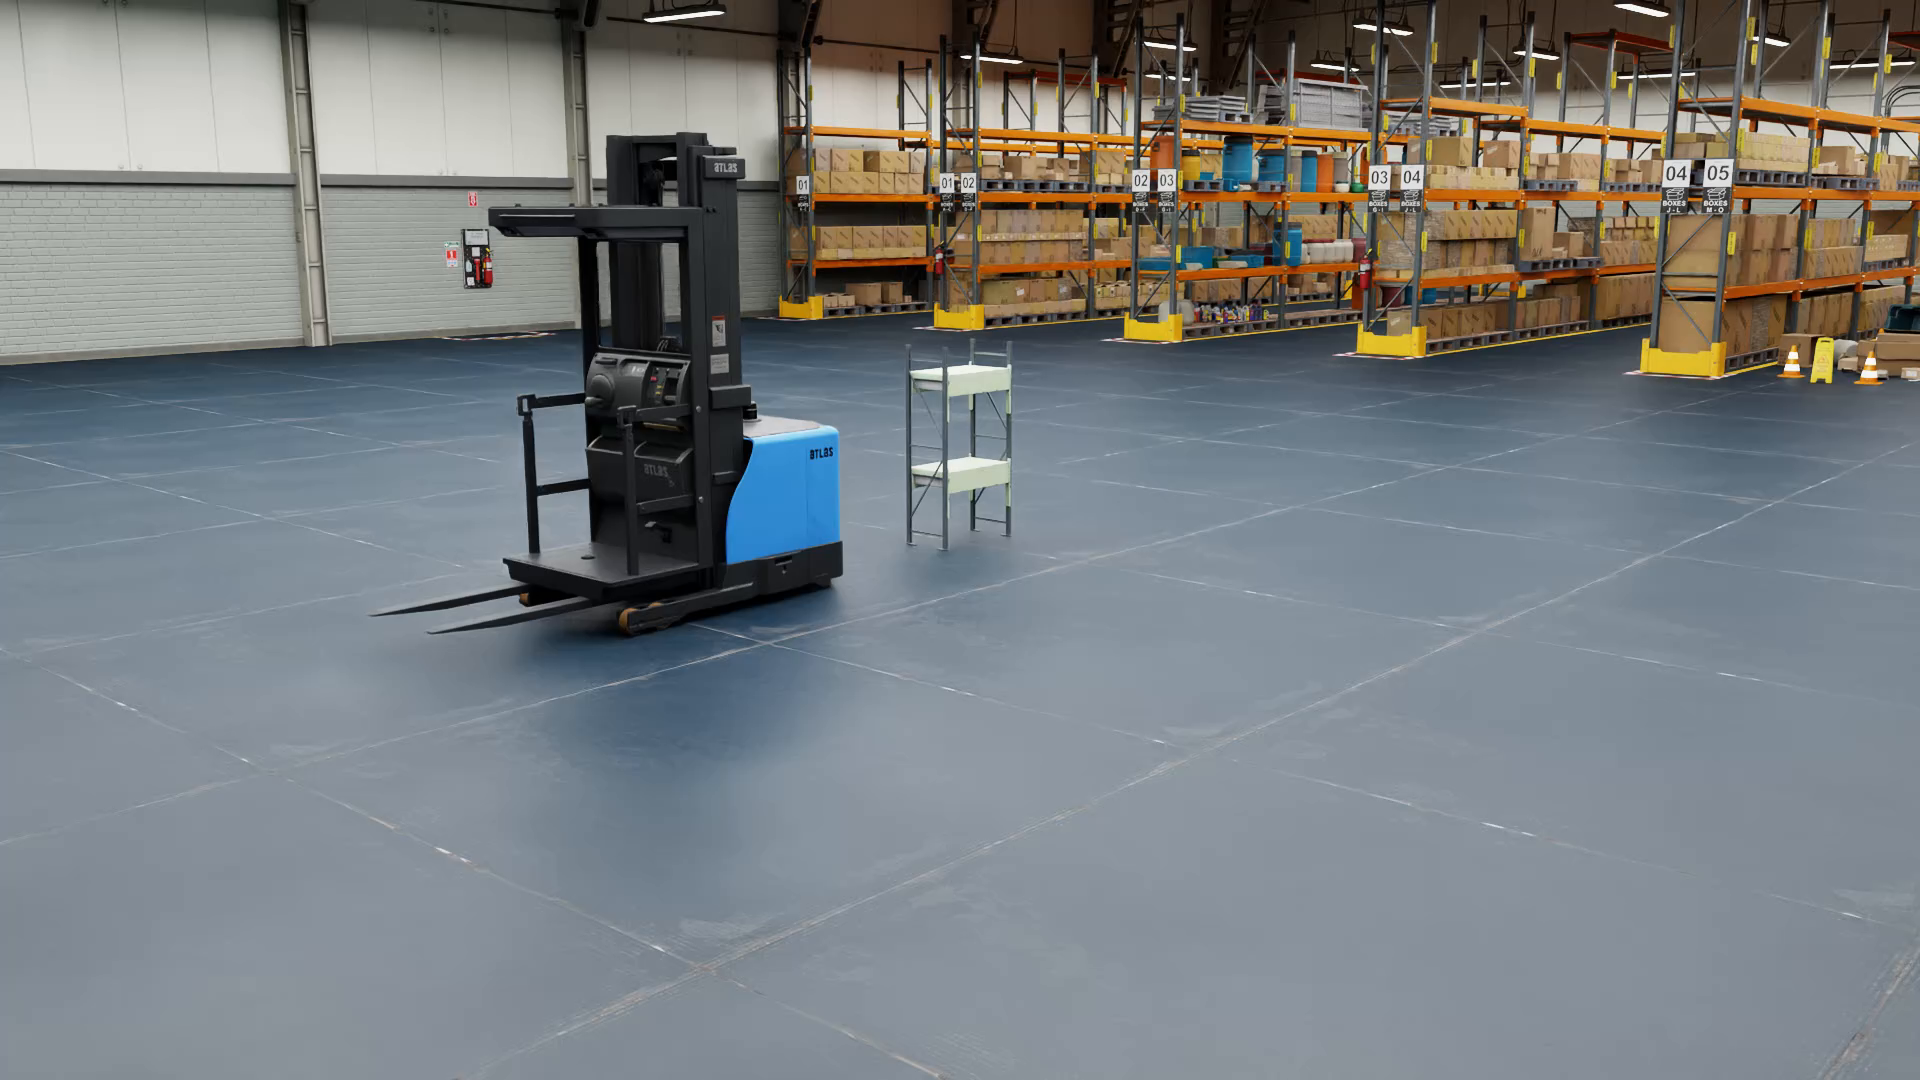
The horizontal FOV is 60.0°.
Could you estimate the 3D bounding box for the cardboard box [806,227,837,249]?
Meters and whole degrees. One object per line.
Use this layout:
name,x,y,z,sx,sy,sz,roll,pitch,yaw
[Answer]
cardboard box,-3.192,-6.946,38.248,0.500,0.500,0.500,10,15,40

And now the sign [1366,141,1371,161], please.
sign,7.026,-6.670,28.526,0.100,0.325,0.005,10,15,40

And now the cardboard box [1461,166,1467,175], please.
cardboard box,8.669,-6.480,29.204,0.380,0.149,0.250,9,14,38

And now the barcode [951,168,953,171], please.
barcode,-0.172,-7.833,35.132,0.001,0.075,0.075,10,15,40

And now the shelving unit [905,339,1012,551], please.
shelving unit,-0.004,-0.734,12.559,0.431,1.500,0.755,10,15,40

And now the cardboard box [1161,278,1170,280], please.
cardboard box,5.781,-7.681,48.822,0.700,0.500,0.500,9,14,39

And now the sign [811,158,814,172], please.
sign,-3.325,-8.440,37.421,0.100,0.325,0.005,10,15,40

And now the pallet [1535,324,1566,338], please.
pallet,11.388,-4.206,33.230,1.003,0.211,1.213,10,15,40

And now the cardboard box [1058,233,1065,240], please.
cardboard box,2.105,-6.745,36.913,0.380,0.149,0.250,10,15,40

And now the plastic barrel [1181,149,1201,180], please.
plastic barrel,4.366,-7.283,32.307,0.600,0.588,0.600,0,11,0

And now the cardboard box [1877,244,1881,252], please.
cardboard box,17.522,-5.638,32.090,0.380,0.149,0.250,10,15,40

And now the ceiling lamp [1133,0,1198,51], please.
ceiling lamp,4.570,-11.994,34.884,0.800,3.185,2.000,10,15,40

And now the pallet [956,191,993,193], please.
pallet,0.078,-8.808,41.975,1.213,0.211,1.003,10,15,40

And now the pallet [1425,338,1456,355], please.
pallet,8.043,-3.448,29.437,1.003,0.211,1.213,10,15,40

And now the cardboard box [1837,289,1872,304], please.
cardboard box,17.007,-4.629,31.622,0.500,0.250,0.500,9,14,38

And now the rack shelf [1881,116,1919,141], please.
rack shelf,20.330,-8.681,35.043,1.077,0.370,4.000,10,15,40

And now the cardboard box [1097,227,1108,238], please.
cardboard box,3.744,-8.404,46.065,0.500,0.500,0.500,10,15,41

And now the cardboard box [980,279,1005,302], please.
cardboard box,0.771,-5.463,36.437,0.500,0.500,0.500,10,15,40

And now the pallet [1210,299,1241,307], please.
pallet,6.599,-6.064,42.534,1.003,0.211,1.213,10,15,40

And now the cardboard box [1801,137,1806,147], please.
cardboard box,13.560,-6.484,27.134,0.380,0.149,0.250,10,15,40

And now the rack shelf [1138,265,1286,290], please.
rack shelf,5.030,-5.272,33.283,1.077,0.370,4.000,10,15,40

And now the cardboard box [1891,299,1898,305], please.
cardboard box,18.372,-4.562,33.205,0.500,0.500,0.500,9,15,39

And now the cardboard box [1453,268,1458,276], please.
cardboard box,8.617,-4.762,29.538,0.380,0.149,0.250,10,15,40

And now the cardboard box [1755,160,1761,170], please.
cardboard box,12.056,-5.757,25.532,0.380,0.149,0.250,10,15,41

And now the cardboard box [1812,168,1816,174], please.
cardboard box,14.315,-6.339,28.146,0.258,0.266,0.396,9,15,39

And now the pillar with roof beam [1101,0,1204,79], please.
pillar with roof beam,7.378,-13.900,43.980,8.718,2.987,0.548,10,15,40

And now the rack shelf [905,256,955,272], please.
rack shelf,0.228,-7.141,42.642,1.077,0.370,4.000,10,15,40

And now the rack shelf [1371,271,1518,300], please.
rack shelf,8.750,-4.631,30.076,1.077,0.370,4.000,10,15,40

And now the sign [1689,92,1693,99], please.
sign,17.579,-10.594,39.988,0.100,0.325,0.005,10,15,40

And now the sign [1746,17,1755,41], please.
sign,11.502,-7.438,24.189,0.100,0.325,0.005,10,15,40

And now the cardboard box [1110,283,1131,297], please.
cardboard box,3.766,-5.870,38.958,0.500,0.311,0.500,9,14,38

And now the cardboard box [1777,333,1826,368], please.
cardboard box,13.476,-3.036,26.631,0.500,0.500,0.500,-9,14,-38

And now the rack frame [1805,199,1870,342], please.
rack frame,16.370,-5.211,31.140,1.000,3.000,0.127,10,15,40

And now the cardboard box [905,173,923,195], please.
cardboard box,-1.241,-8.623,40.259,0.500,0.500,0.500,10,15,42

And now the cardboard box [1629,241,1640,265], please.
cardboard box,14.242,-6.177,35.726,0.500,0.500,0.500,10,15,41

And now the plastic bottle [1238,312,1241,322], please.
plastic bottle,5.634,-4.510,33.654,0.097,0.201,0.097,0,11,0

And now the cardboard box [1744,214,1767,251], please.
cardboard box,12.128,-4.844,26.165,0.875,0.550,0.550,10,15,40

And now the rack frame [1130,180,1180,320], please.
rack frame,3.709,-5.330,31.739,1.000,3.000,0.127,10,15,40

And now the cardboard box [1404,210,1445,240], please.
cardboard box,7.998,-5.421,28.625,0.500,0.500,0.500,10,15,40

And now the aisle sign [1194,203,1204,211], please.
aisle sign,7.102,-10.212,49.542,0.394,0.787,0.004,10,15,40

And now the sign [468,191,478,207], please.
sign,-9.621,-6.733,32.844,0.001,0.298,0.199,10,15,40

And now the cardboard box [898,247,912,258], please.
cardboard box,-1.512,-6.955,40.204,0.500,0.250,0.500,10,15,41

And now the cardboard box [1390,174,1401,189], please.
cardboard box,7.557,-6.191,28.773,0.500,0.250,0.500,10,15,42

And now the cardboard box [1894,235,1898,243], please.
cardboard box,18.370,-5.973,33.009,0.380,0.149,0.250,10,15,40

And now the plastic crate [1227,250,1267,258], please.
plastic crate,5.909,-5.828,34.388,0.767,0.338,0.504,10,15,40

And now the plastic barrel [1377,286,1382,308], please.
plastic barrel,9.606,-5.662,38.680,0.421,0.512,0.421,0,11,0

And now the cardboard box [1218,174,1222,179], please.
cardboard box,6.214,-8.888,41.639,0.910,0.500,0.500,10,15,40

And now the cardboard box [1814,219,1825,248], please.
cardboard box,14.725,-5.385,29.208,0.700,0.500,0.500,10,15,41

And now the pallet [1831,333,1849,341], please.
pallet,15.793,-3.737,30.882,1.003,0.211,1.213,10,15,40

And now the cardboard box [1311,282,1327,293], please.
cardboard box,9.729,-6.945,45.720,0.500,0.250,0.500,10,15,40

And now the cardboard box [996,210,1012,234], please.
cardboard box,0.687,-6.809,35.577,0.700,0.500,0.500,9,15,39

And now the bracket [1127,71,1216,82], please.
bracket,6.242,-13.693,49.101,0.076,0.066,4.783,10,15,40

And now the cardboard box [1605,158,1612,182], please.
cardboard box,13.059,-7.693,34.577,0.797,0.503,0.637,11,16,44

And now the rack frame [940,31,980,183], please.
rack frame,-0.009,-8.913,34.360,1.000,3.000,0.127,10,15,40

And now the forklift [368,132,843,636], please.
forklift,-2.132,-0.979,10.132,1.130,2.935,3.031,10,15,40

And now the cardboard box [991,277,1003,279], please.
cardboard box,0.685,-6.604,43.378,0.700,0.500,0.500,10,15,40
